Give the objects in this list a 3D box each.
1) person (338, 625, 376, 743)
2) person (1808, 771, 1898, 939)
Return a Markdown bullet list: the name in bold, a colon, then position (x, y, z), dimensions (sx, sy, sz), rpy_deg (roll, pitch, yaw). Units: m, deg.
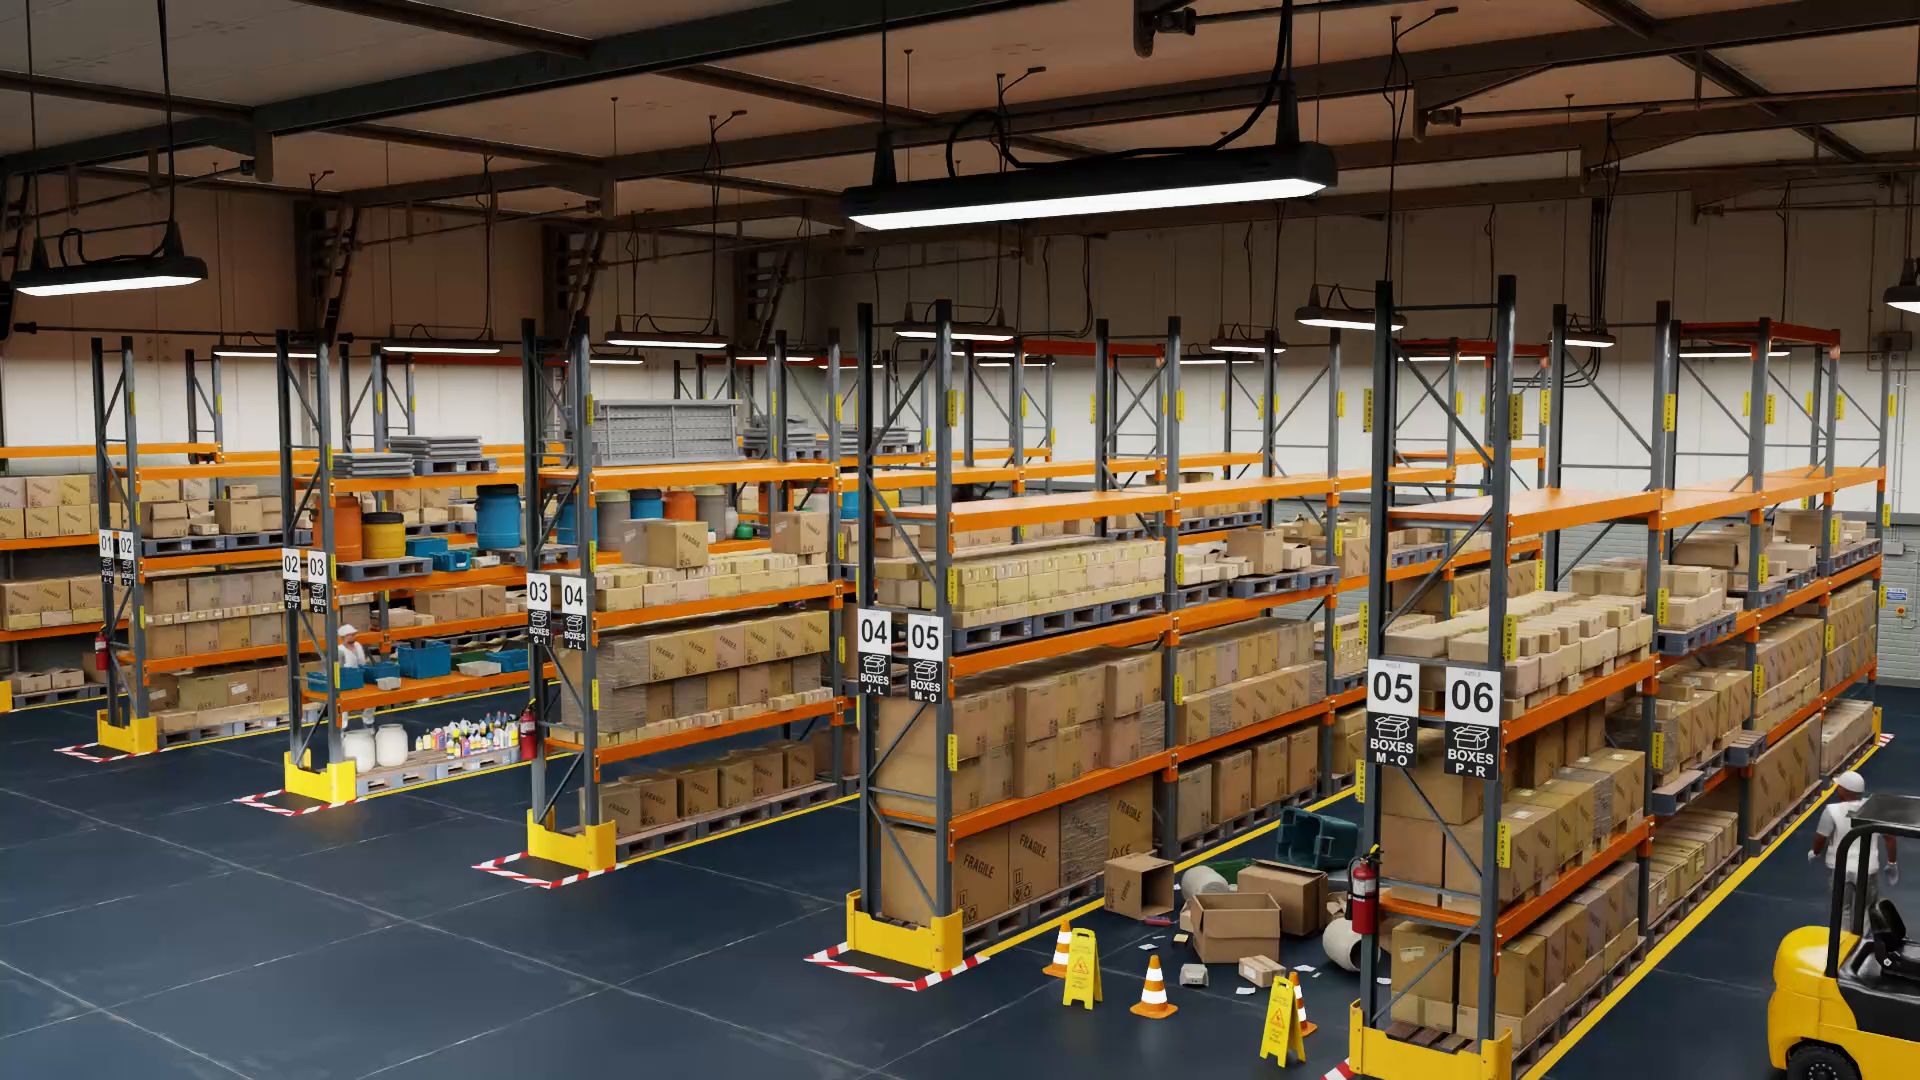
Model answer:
- **person**: position (-8.942, 2.154, 24.593), dimensions (0.449, 1.834, 0.662), rpy_deg (4, 6, 39)
- **person**: position (8.071, 3.009, 15.076), dimensions (0.750, 1.803, 0.598), rpy_deg (3, 6, 35)
